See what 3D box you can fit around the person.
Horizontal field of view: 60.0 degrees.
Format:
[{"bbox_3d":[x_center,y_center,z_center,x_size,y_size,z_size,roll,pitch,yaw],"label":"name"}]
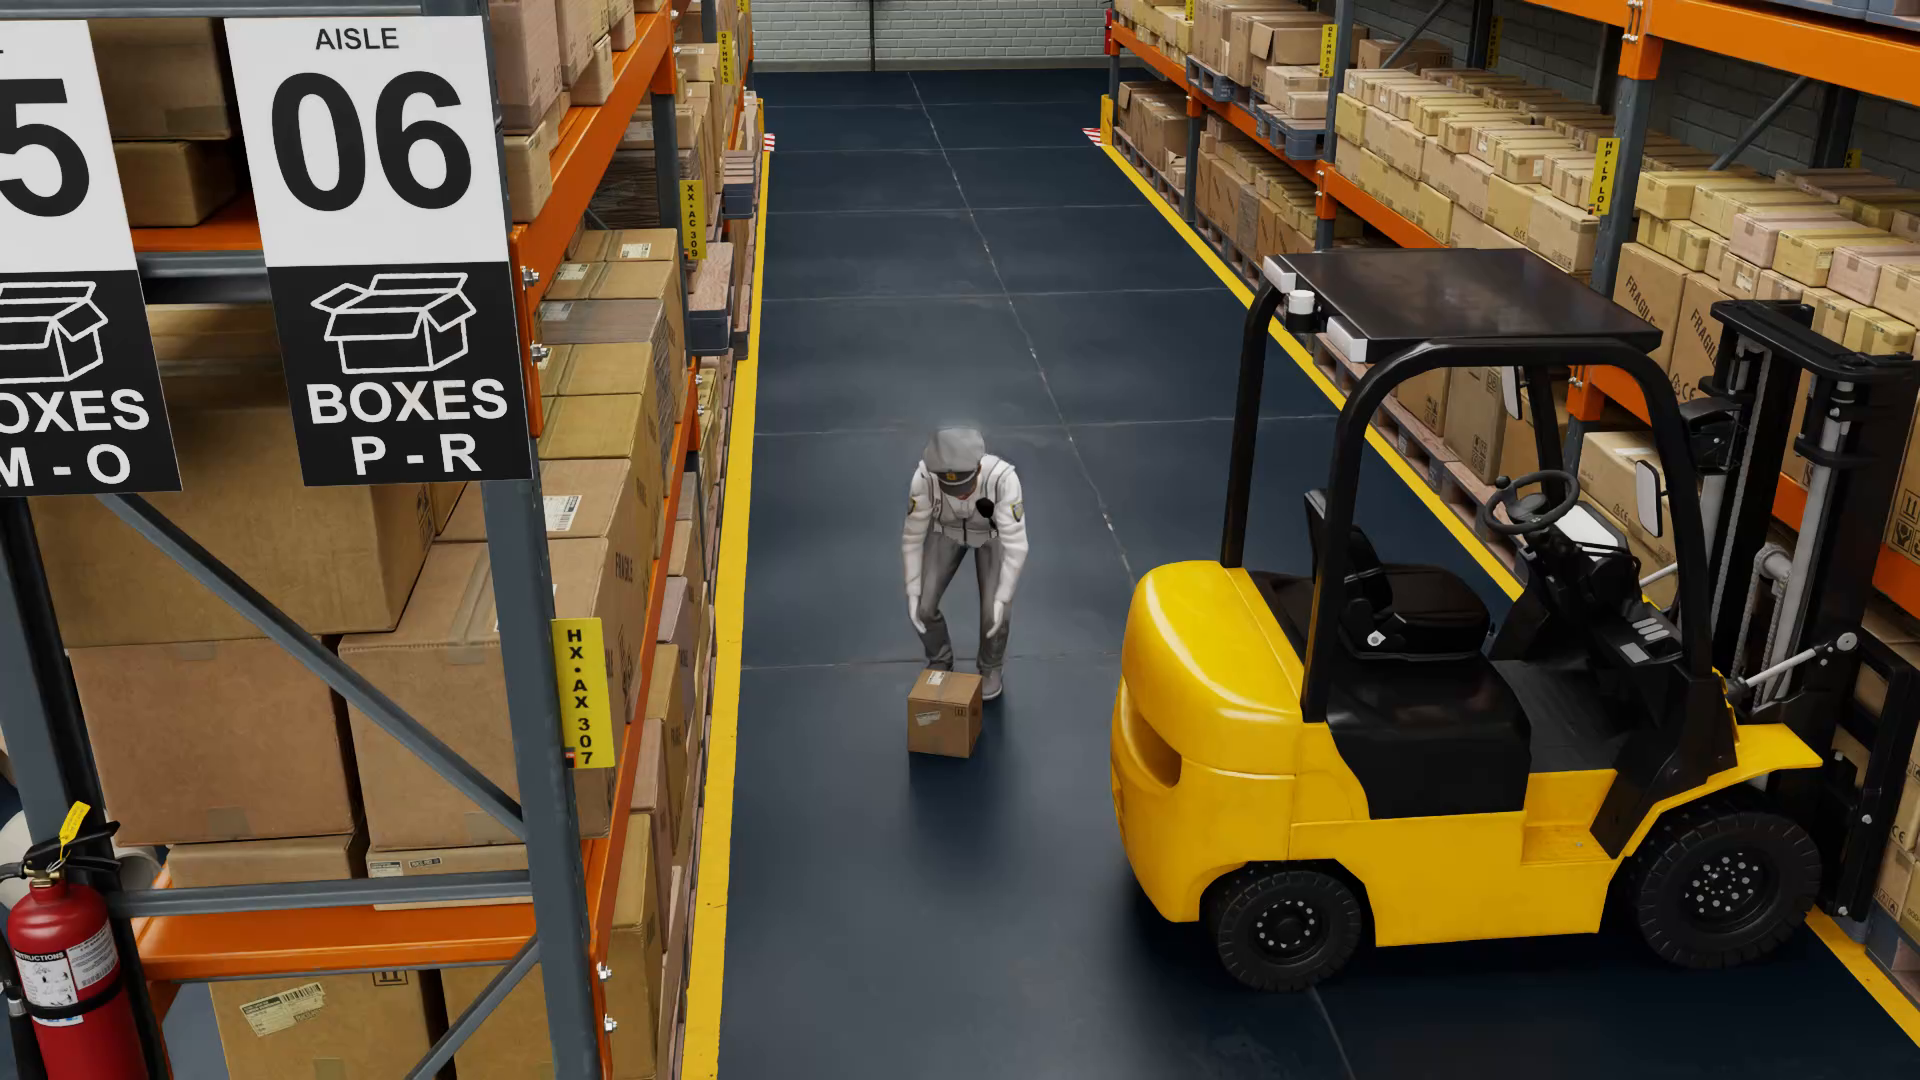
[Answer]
[{"bbox_3d":[0.038,0.072,6.942,0.531,1.263,0.764,6,24,12],"label":"person"}]
